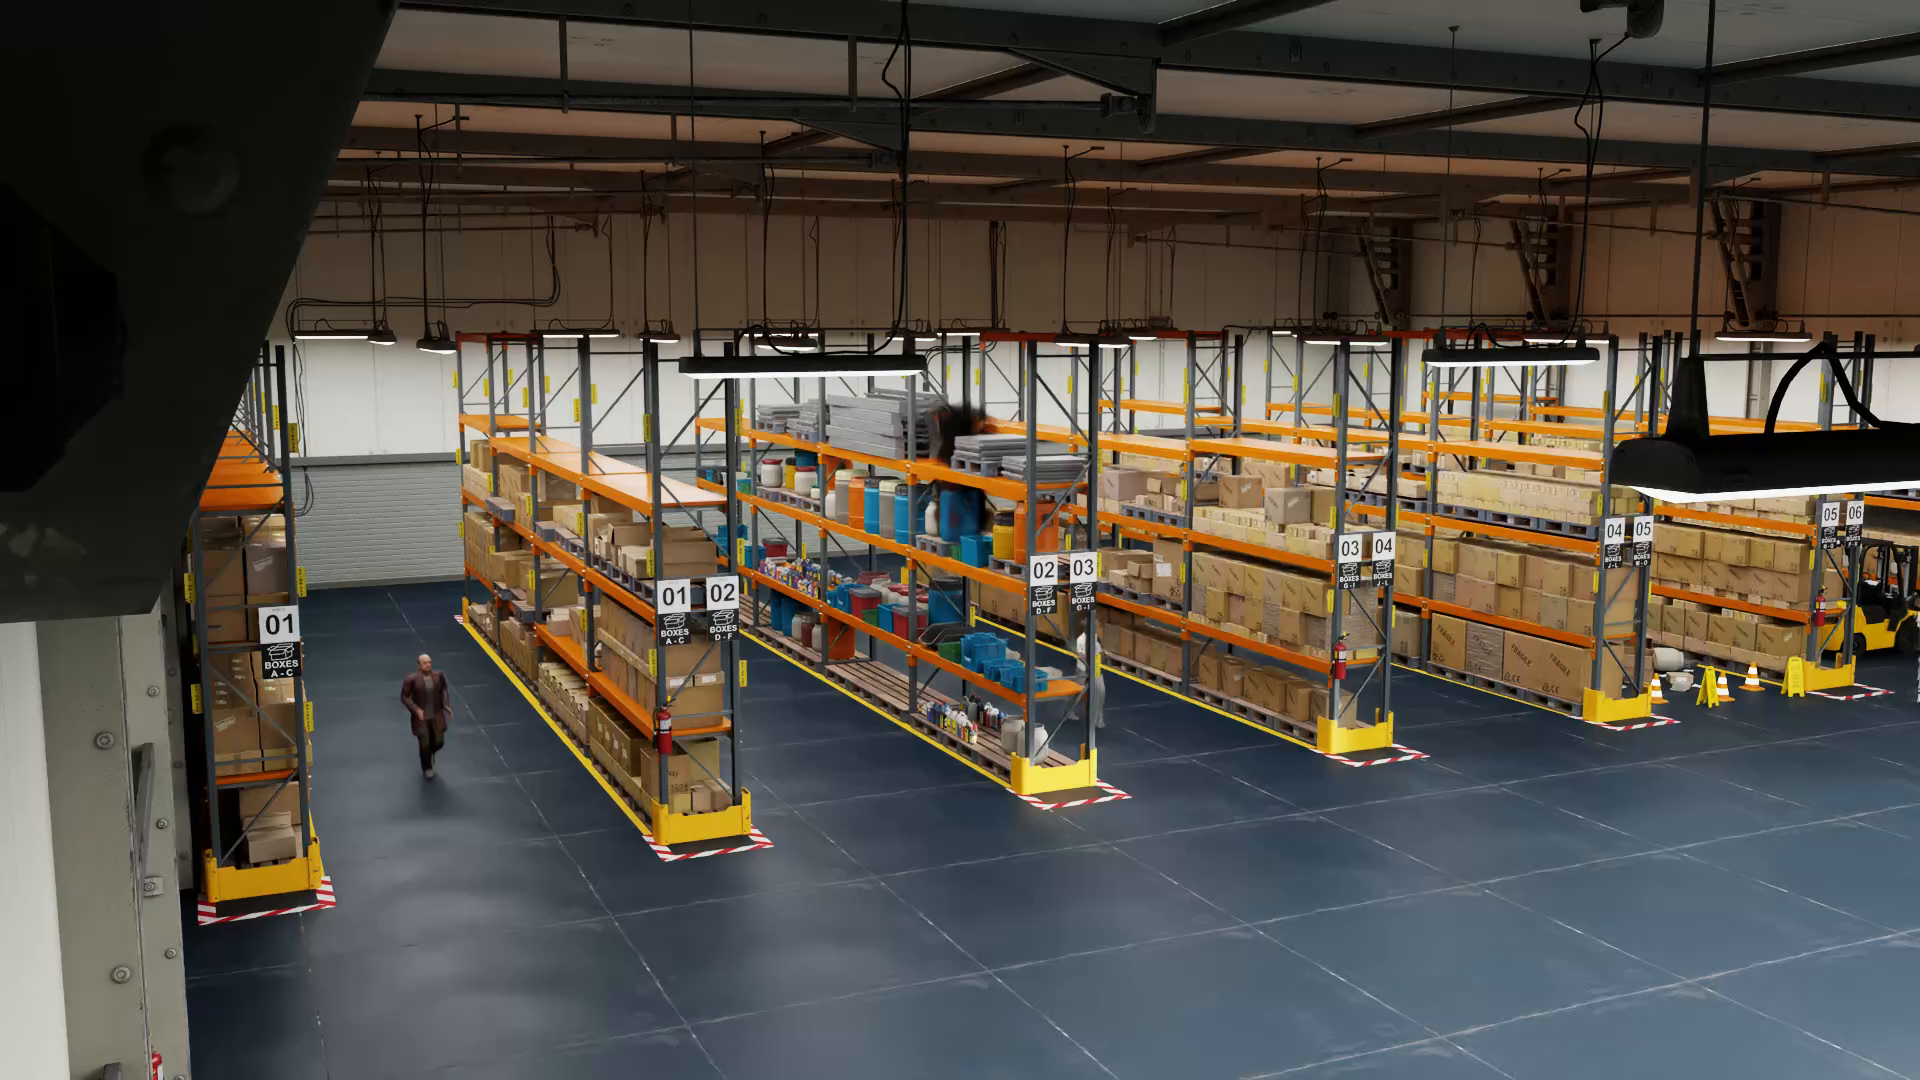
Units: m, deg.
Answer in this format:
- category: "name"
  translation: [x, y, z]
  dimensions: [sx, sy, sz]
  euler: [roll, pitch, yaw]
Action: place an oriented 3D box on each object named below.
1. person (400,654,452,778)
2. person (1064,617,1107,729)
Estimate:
- category: "person"
  translation: [-7.321, 2.452, 22.844]
  dimensions: [0.689, 1.647, 0.634]
  euler: [-5, 9, -34]
- category: "person"
  translation: [1.980, 2.032, 25.748]
  dimensions: [0.561, 1.753, 0.846]
  euler: [-7, 10, -41]
